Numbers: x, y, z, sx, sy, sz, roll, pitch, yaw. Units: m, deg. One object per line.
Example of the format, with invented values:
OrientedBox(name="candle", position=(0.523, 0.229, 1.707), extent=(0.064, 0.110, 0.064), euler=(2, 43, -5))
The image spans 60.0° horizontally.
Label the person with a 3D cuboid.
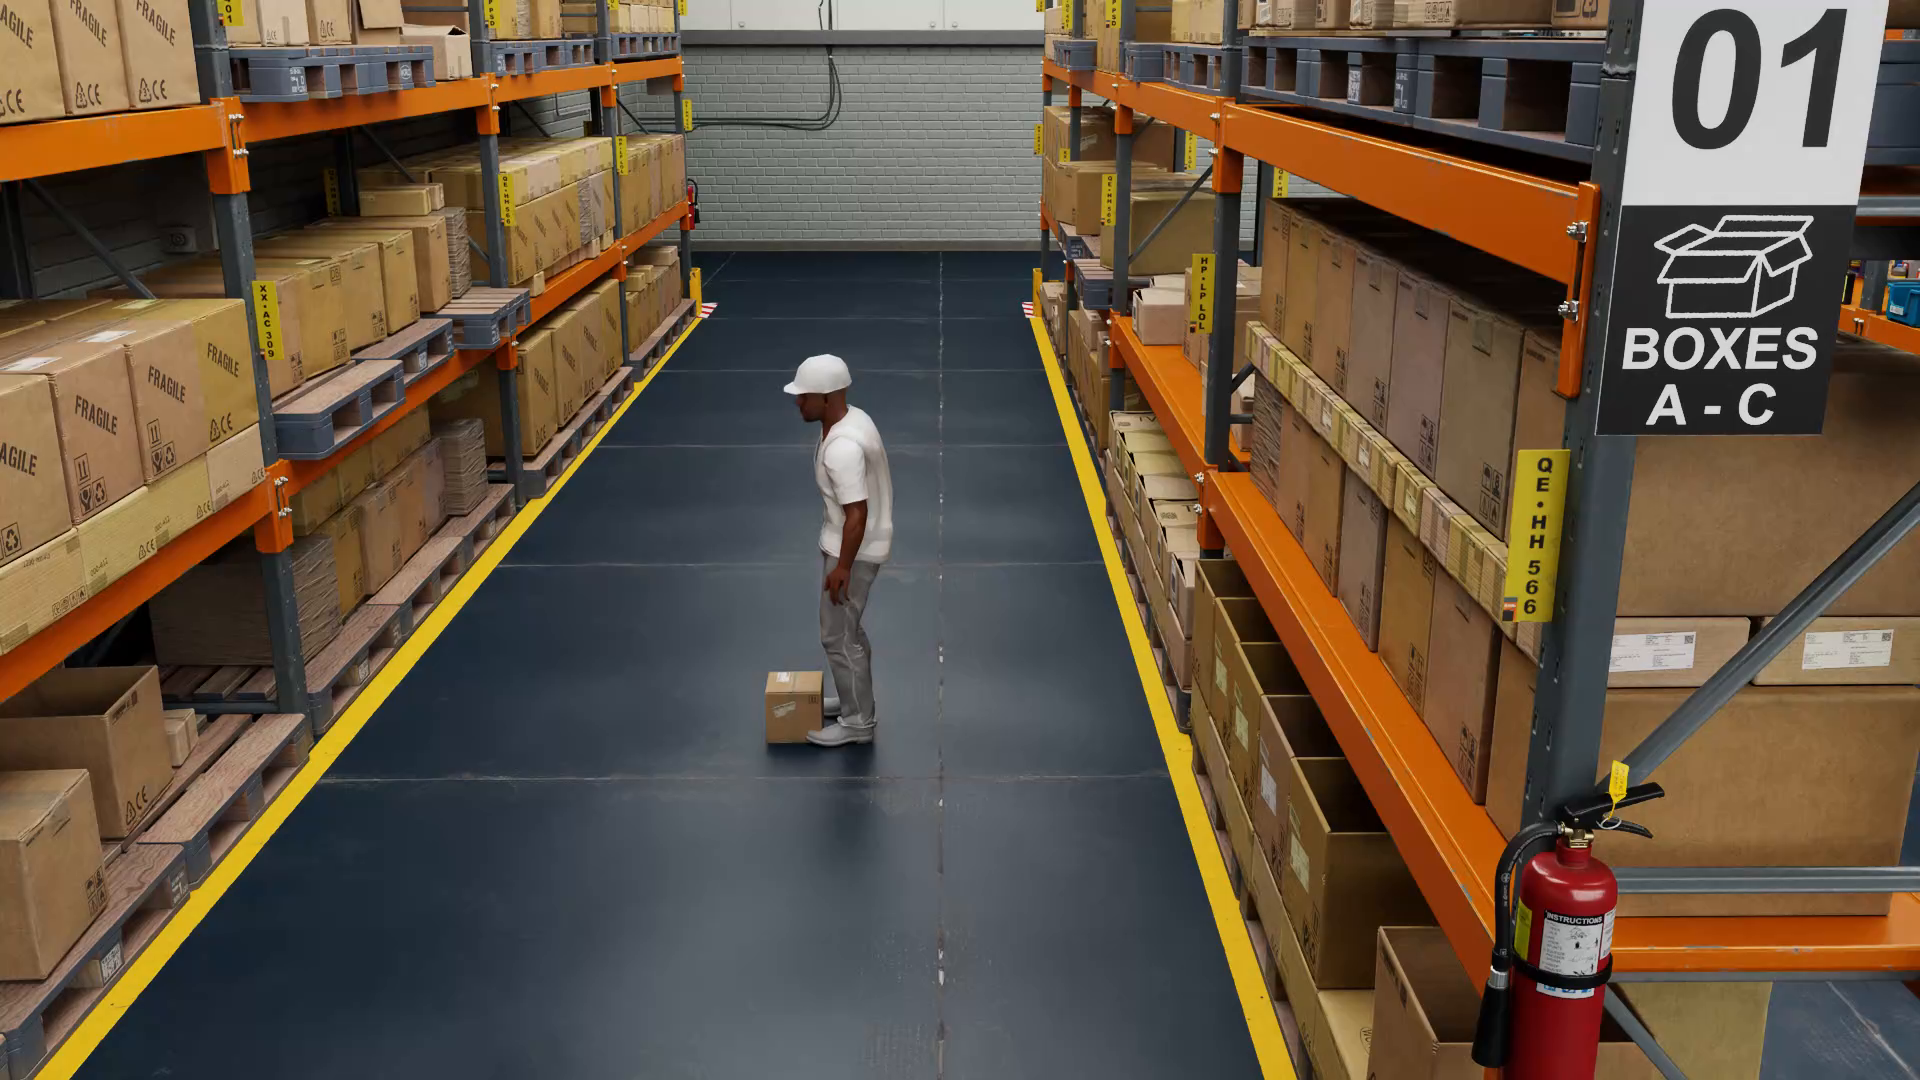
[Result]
OrientedBox(name="person", position=(-0.527, 0.041, 7.381), extent=(0.462, 1.759, 0.632), euler=(-1, 17, -4))
